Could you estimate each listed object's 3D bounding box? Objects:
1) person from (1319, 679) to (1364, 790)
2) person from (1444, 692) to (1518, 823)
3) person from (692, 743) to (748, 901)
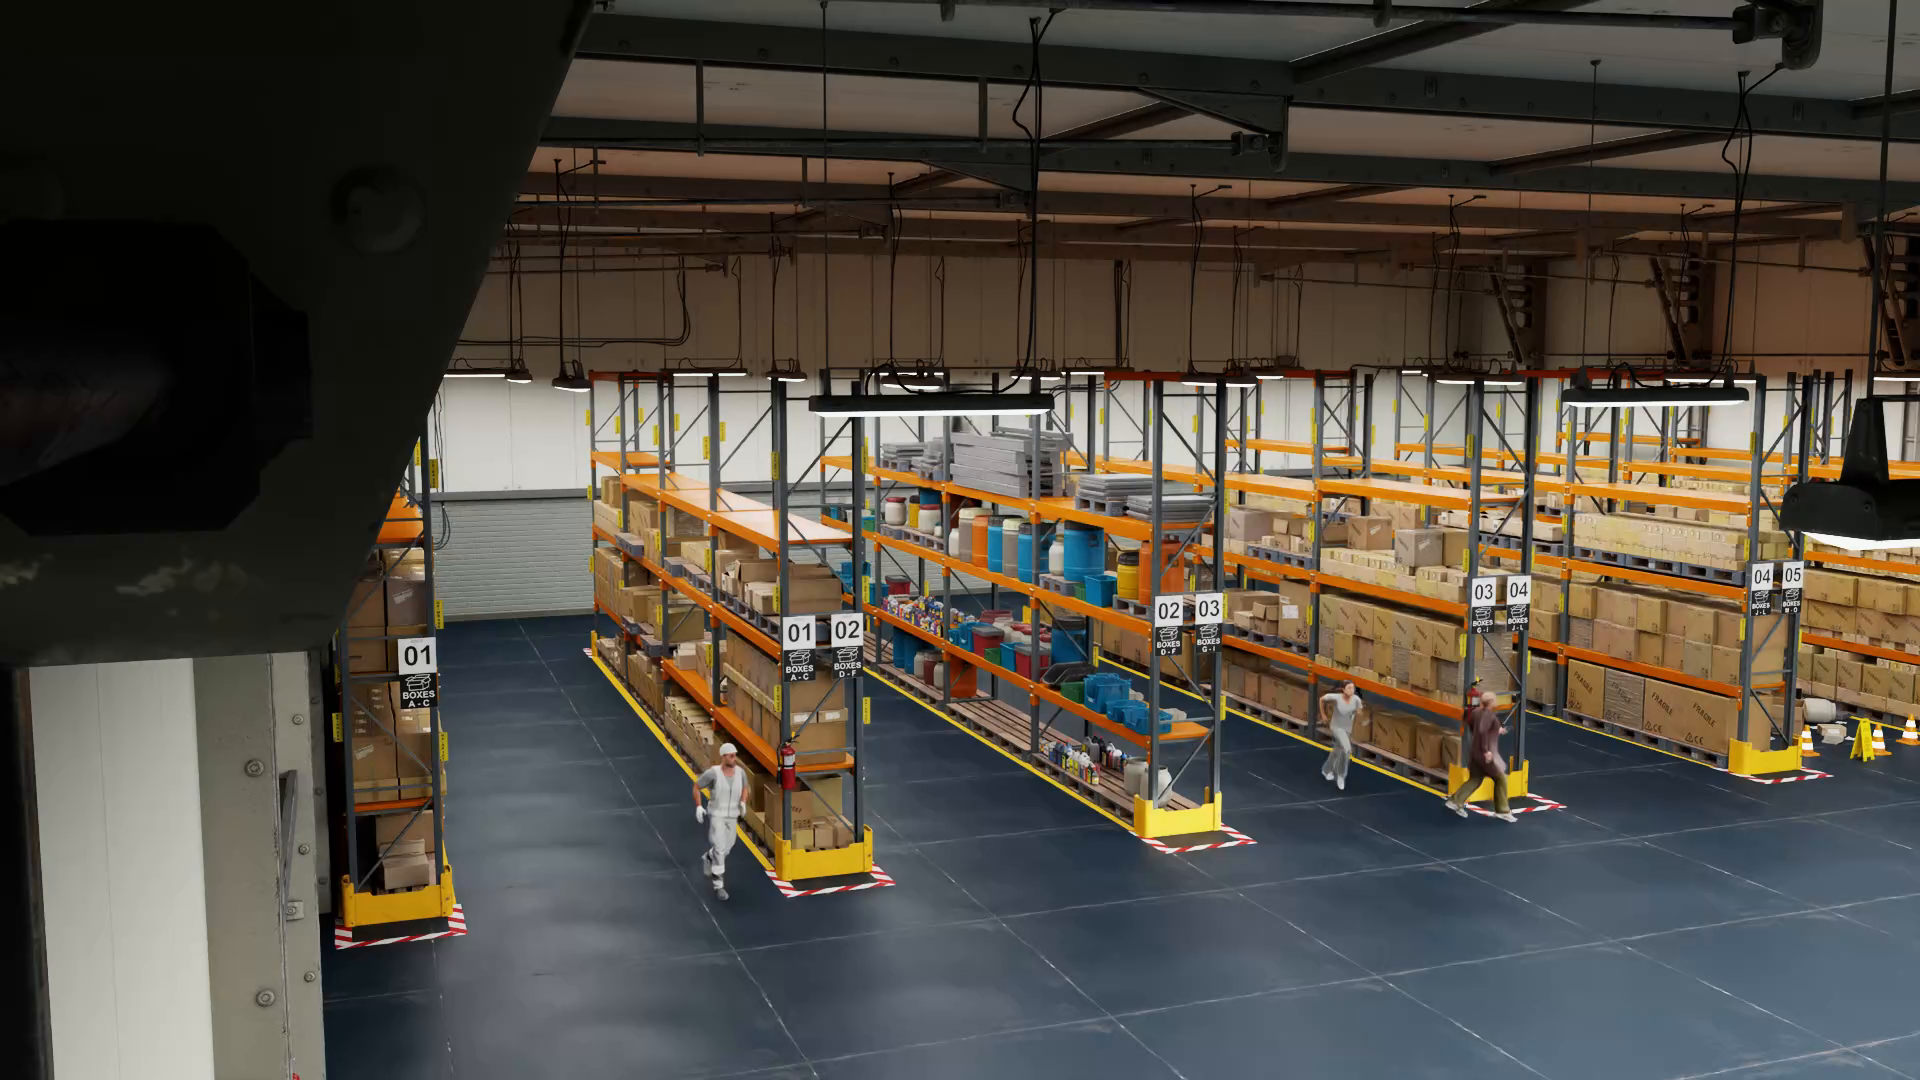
[{"bbox_3d":[5.558,2.803,24.332,0.558,1.626,0.892,-2,7,-20],"label":"person"},{"bbox_3d":[7.072,2.942,22.506,1.031,1.797,0.739,-1,6,-11],"label":"person"},{"bbox_3d":[-2.819,3.269,19.660,0.711,1.770,0.875,-4,8,-33],"label":"person"}]
